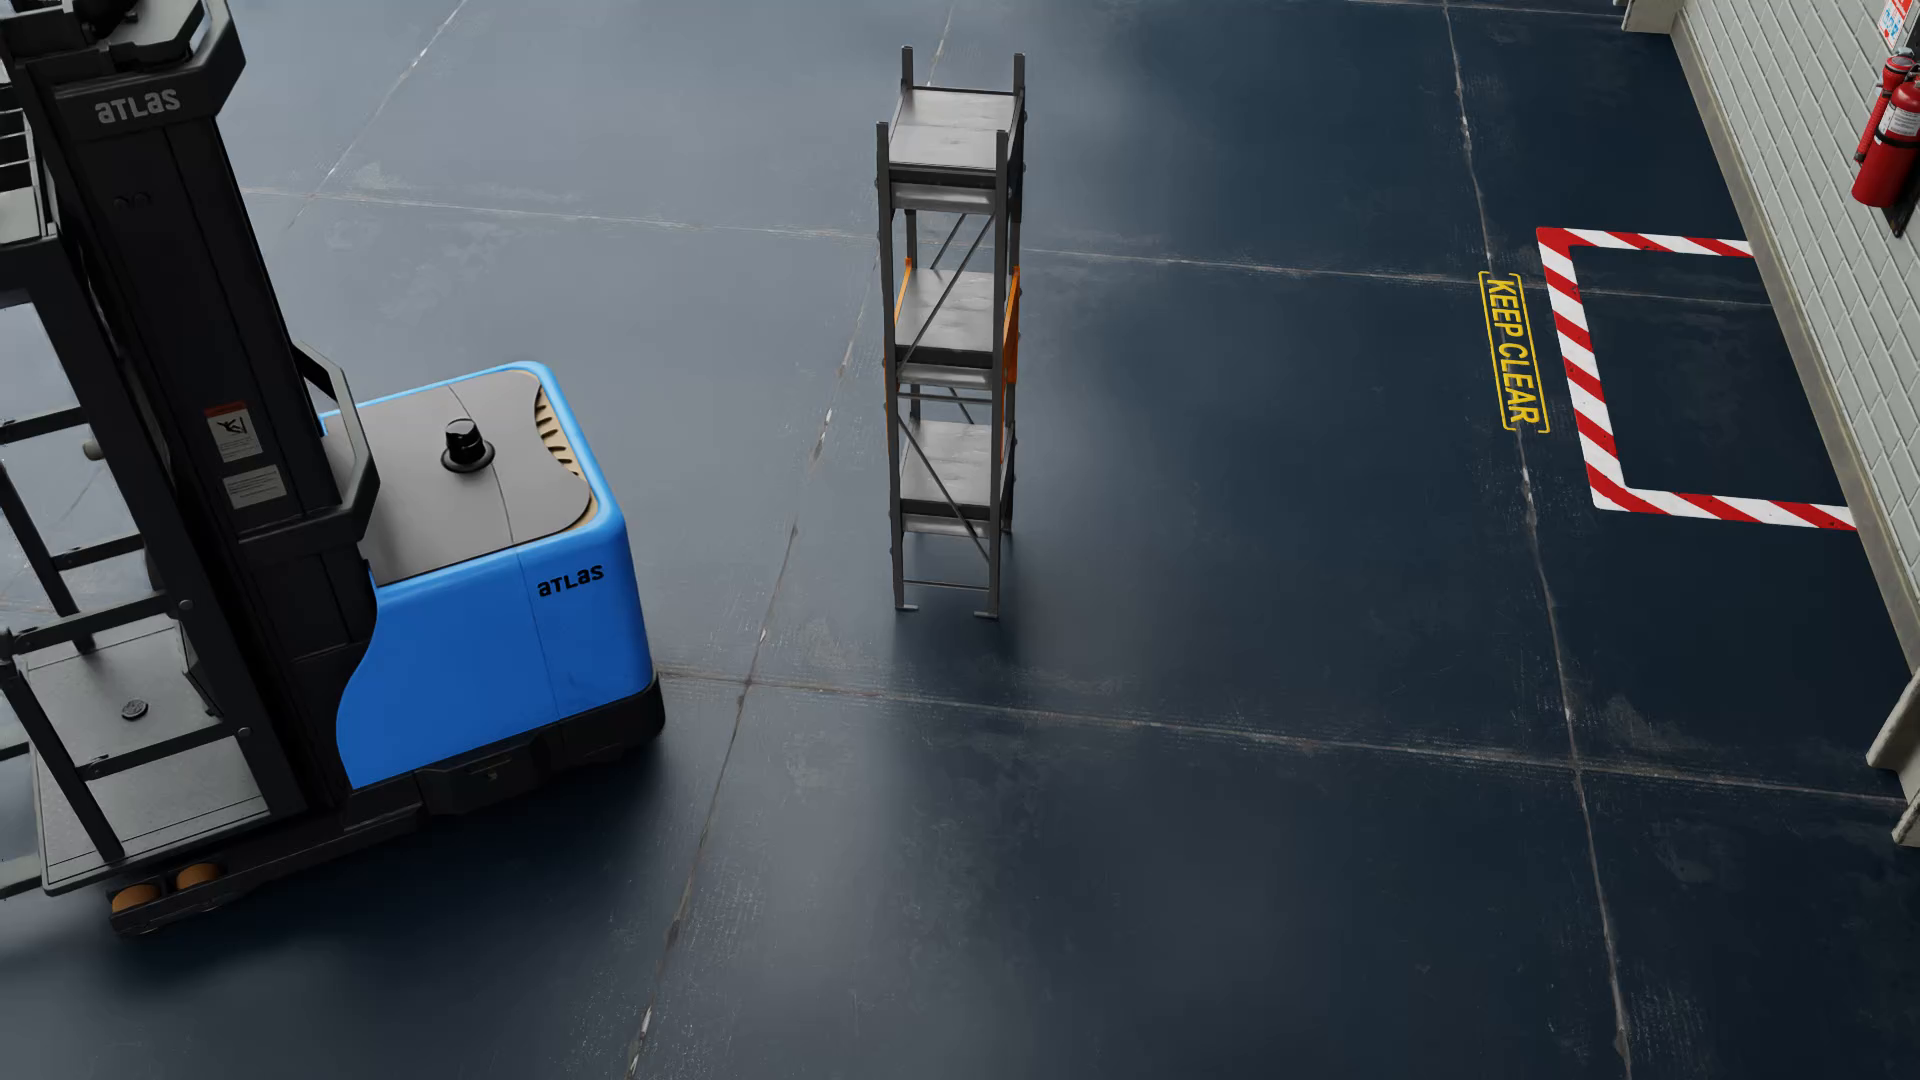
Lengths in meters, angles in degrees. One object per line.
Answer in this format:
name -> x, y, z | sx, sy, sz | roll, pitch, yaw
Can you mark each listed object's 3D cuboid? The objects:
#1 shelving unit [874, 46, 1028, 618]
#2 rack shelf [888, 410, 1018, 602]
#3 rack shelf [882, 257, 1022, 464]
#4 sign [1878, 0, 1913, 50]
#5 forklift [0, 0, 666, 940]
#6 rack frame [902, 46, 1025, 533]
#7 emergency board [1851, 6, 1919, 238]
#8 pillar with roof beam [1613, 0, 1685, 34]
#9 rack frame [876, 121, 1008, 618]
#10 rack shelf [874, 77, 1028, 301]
shelving unit -> -0.022, -0.650, 5.909 | 0.431, 2.100, 0.503 | 5, 44, 6
rack shelf -> -0.022, -0.131, 6.400 | 0.431, 0.518, 0.480 | 5, 44, 6
rack shelf -> -0.022, -0.640, 5.918 | 0.431, 0.518, 0.480 | 5, 44, 6
sign -> 3.902, -2.237, 6.904 | 0.001, 0.329, 0.234 | 5, 44, 6
forklift -> -2.613, -0.203, 4.833 | 3.031, 2.935, 1.130 | -18, 46, -18
rack frame -> 0.010, -0.816, 6.085 | 0.400, 2.100, 0.015 | 5, 44, 6
emergency board -> 3.727, -1.856, 6.529 | 0.194, 1.169, 0.643 | 5, 44, 6
pillar with roof beam -> -0.112, -6.834, 7.423 | 9.100, 9.000, 0.400 | 5, 44, 6
rack frame -> -0.054, -0.483, 5.733 | 0.400, 2.100, 0.015 | 5, 44, 6
rack shelf -> -0.022, -1.148, 5.437 | 0.431, 0.518, 0.480 | 5, 44, 6
